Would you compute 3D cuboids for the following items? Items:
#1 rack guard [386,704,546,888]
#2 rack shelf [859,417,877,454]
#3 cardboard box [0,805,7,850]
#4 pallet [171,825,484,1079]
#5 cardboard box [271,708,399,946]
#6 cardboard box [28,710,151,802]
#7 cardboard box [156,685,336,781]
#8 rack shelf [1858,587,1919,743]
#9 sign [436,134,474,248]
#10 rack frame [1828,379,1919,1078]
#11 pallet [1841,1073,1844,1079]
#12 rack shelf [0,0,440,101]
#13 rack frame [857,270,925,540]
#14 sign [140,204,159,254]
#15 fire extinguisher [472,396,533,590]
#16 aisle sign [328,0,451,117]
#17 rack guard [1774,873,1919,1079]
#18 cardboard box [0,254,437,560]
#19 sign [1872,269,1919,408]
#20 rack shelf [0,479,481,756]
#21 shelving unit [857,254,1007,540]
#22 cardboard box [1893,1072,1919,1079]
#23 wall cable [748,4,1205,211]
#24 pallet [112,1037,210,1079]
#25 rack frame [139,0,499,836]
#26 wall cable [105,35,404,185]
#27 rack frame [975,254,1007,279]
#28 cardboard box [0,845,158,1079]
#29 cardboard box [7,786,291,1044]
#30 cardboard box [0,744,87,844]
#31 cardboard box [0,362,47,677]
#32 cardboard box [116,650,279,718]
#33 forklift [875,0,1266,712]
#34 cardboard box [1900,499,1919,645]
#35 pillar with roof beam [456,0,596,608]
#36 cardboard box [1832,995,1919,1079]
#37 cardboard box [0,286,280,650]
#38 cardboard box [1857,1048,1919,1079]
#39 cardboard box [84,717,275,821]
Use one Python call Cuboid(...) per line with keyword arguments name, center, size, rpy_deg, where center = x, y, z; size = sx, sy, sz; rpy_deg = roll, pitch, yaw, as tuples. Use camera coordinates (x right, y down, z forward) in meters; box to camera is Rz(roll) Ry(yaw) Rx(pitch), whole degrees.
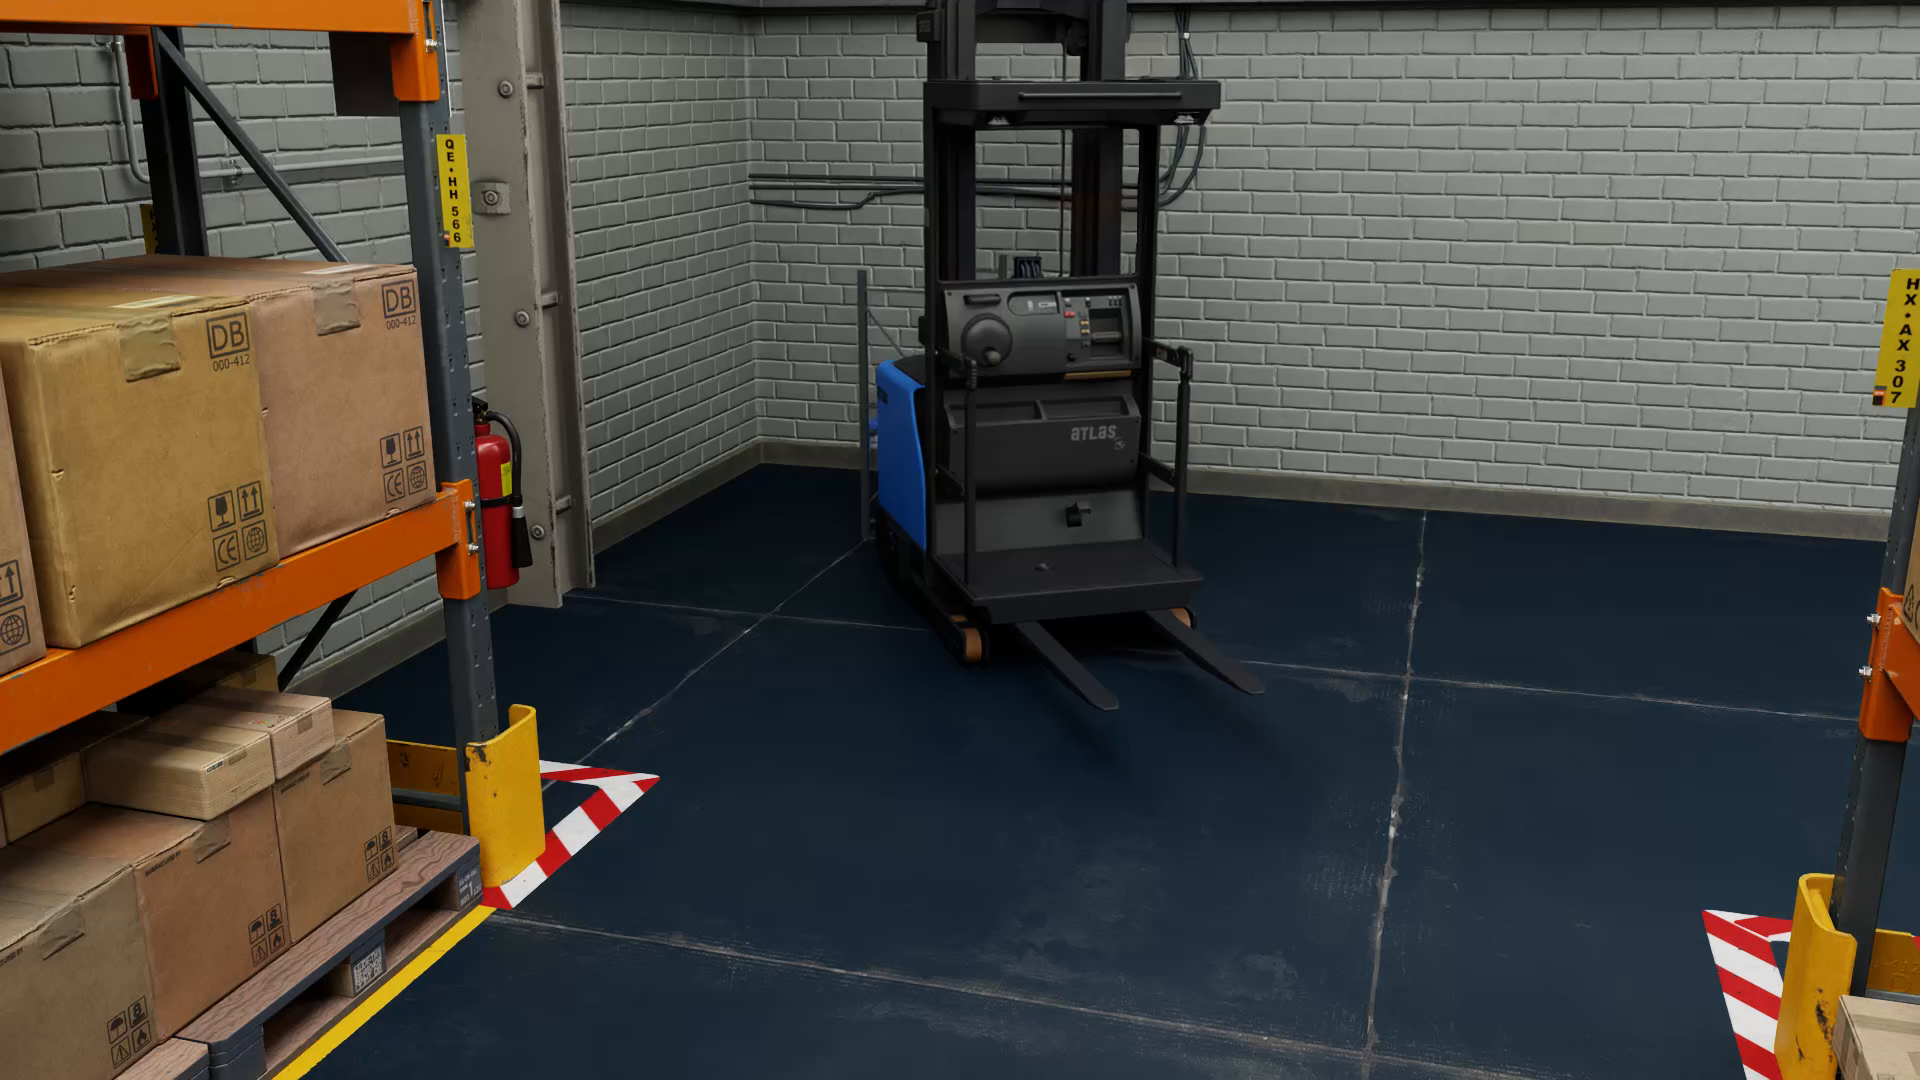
Cuboid(name="rack guard", center=(-1.996, 0.798, 5.601), size=(1.175, 0.500, 0.348), rpy_deg=(5, 16, 16))
Cuboid(name="rack shelf", center=(-0.141, -0.670, 9.601), size=(0.538, 0.185, 1.000), rpy_deg=(6, 17, 19))
Cuboid(name="cardboard box", center=(-2.549, 0.697, 3.997), size=(0.380, 0.149, 0.250), rpy_deg=(5, 17, 17))
Cuboid(name="pallet", center=(-2.155, 1.158, 4.859), size=(1.003, 0.211, 1.213), rpy_deg=(5, 16, 16))
Cuboid(name="cardboard box", center=(-2.106, 0.793, 4.849), size=(0.700, 0.500, 0.500), rpy_deg=(5, 16, 16))
Cuboid(name="cardboard box", center=(-2.406, 0.565, 4.463), size=(0.380, 0.149, 0.250), rpy_deg=(5, 16, 16))
Cuboid(name="cardboard box", center=(-1.968, 0.528, 4.592), size=(0.380, 0.149, 0.250), rpy_deg=(4, 16, 15))
Cuboid(name="rack shelf", center=(2.179, 0.854, 2.140), size=(1.077, 0.370, 4.000), rpy_deg=(5, 16, 16))
Cuboid(name="sign", center=(-1.487, -1.024, 4.886), size=(0.100, 0.325, 0.005), rpy_deg=(5, 16, 16))
Cuboid(name="rack frame", center=(2.747, -0.015, 3.887), size=(1.000, 3.000, 0.127), rpy_deg=(5, 16, 16))
Cuboid(name="pallet", center=(2.500, 1.555, 3.462), size=(1.003, 0.211, 1.213), rpy_deg=(5, 16, 16))
Cuboid(name="rack shelf", center=(-2.572, -0.972, 3.082), size=(1.077, 0.370, 4.000), rpy_deg=(5, 16, 16))
Cuboid(name="rack frame", center=(-0.314, -0.712, 9.092), size=(0.500, 1.500, 0.032), rpy_deg=(6, 17, 19))
Cuboid(name="sign", center=(-2.534, -0.898, 5.266), size=(0.100, 0.325, 0.005), rpy_deg=(5, 16, 16))
Cuboid(name="fire extinguisher", center=(-1.518, -0.186, 5.312), size=(0.296, 0.674, 0.183), rpy_deg=(5, 16, 16))
Cuboid(name="aisle sign", center=(-1.695, -1.645, 4.867), size=(0.394, 0.787, 0.004), rpy_deg=(5, 16, 16))
Cuboid(name="rack guard", center=(2.726, 1.207, 4.158), size=(1.175, 0.500, 0.348), rpy_deg=(5, 16, 16))
Cuboid(name="cardboard box", center=(-2.139, -0.409, 4.724), size=(0.980, 0.700, 0.700), rpy_deg=(5, 17, 18))
Cuboid(name="sign", center=(2.227, -0.474, 3.917), size=(0.100, 0.325, 0.005), rpy_deg=(5, 16, 16))
Cuboid(name="rack shelf", center=(-2.572, 0.471, 3.491), size=(1.077, 0.370, 4.000), rpy_deg=(5, 16, 16))
Cuboid(name="shelving unit", center=(-0.141, -0.843, 9.552), size=(0.538, 1.500, 1.048), rpy_deg=(6, 17, 19))
Cuboid(name="cardboard box", center=(2.179, 1.347, 3.317), size=(0.500, 0.250, 0.500), rpy_deg=(5, 16, 16))
Cuboid(name="wall cable", center=(-0.053, -3.243, 9.962), size=(3.097, 2.526, 0.112), rpy_deg=(5, 16, 16))
Cuboid(name="pallet", center=(-2.504, 1.476, 3.738), size=(1.003, 0.211, 1.213), rpy_deg=(5, 16, 16))
Cuboid(name="rack frame", center=(-2.003, -0.399, 5.238), size=(1.000, 3.000, 0.127), rpy_deg=(5, 16, 16))
Cuboid(name="wall cable", center=(-2.546, -1.296, 6.539), size=(0.084, 1.984, 1.851), rpy_deg=(5, 16, 16))
Cuboid(name="rack frame", center=(0.033, -0.973, 10.012), size=(0.500, 1.500, 0.032), rpy_deg=(6, 17, 19))
Cuboid(name="cardboard box", center=(-2.391, 1.055, 3.923), size=(0.700, 0.500, 0.500), rpy_deg=(4, 16, 14))
Cuboid(name="cardboard box", center=(-2.248, 0.924, 4.387), size=(0.700, 0.500, 0.500), rpy_deg=(5, 16, 16))
Cuboid(name="cardboard box", center=(-2.477, 0.631, 4.232), size=(0.380, 0.149, 0.250), rpy_deg=(5, 17, 16))
Cuboid(name="cardboard box", center=(-2.560, -0.019, 3.349), size=(0.980, 0.700, 0.700), rpy_deg=(4, 16, 13))
Cuboid(name="cardboard box", center=(-2.262, 0.432, 4.930), size=(0.380, 0.149, 0.250), rpy_deg=(5, 17, 16))
Cuboid(name="forklift", center=(0.444, -0.977, 7.403), size=(1.130, 2.935, 3.031), rpy_deg=(-4, 16, -15))
Cuboid(name="cardboard box", center=(2.368, 0.032, 3.536), size=(0.500, 0.500, 0.500), rpy_deg=(5, 17, 17))
Cuboid(name="pillar with roof beam", center=(2.062, -3.724, 5.969), size=(9.100, 9.000, 0.400), rpy_deg=(5, 16, 16))
Cuboid(name="cardboard box", center=(2.299, 1.227, 3.924), size=(0.380, 0.149, 0.250), rpy_deg=(5, 16, 16))
Cuboid(name="cardboard box", center=(-2.335, -0.218, 4.050), size=(0.980, 0.700, 0.700), rpy_deg=(4, 16, 15))
Cuboid(name="cardboard box", center=(2.228, 1.284, 3.691), size=(0.380, 0.166, 0.250), rpy_deg=(5, 16, 16))
Cuboid(name="cardboard box", center=(-2.040, 0.595, 4.356), size=(0.380, 0.149, 0.250), rpy_deg=(5, 17, 17))
